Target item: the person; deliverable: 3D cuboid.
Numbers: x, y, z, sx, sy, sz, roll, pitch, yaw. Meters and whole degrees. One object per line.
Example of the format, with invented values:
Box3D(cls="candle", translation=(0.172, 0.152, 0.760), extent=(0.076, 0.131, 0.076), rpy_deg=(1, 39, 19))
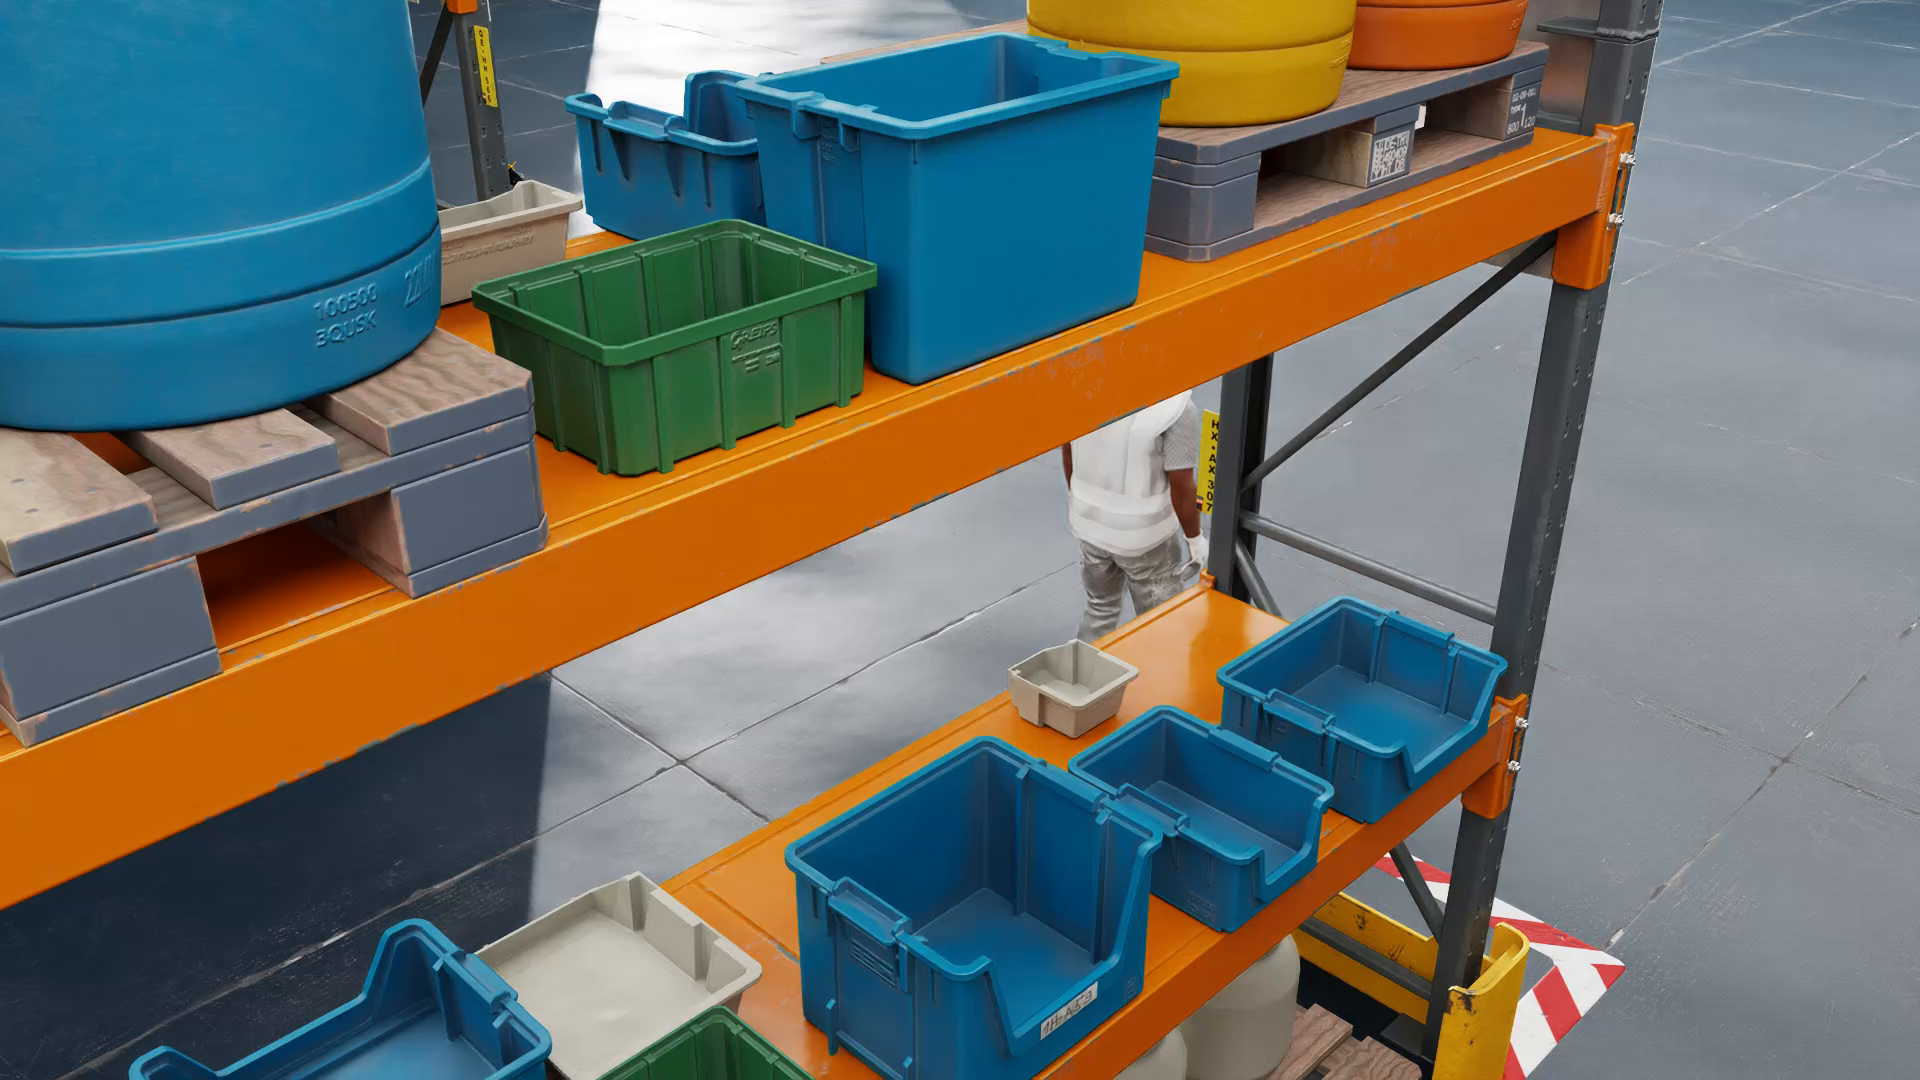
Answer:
Box3D(cls="person", translation=(0.653, -0.065, 6.233), extent=(0.621, 1.774, 0.453), rpy_deg=(24, 36, 38))
